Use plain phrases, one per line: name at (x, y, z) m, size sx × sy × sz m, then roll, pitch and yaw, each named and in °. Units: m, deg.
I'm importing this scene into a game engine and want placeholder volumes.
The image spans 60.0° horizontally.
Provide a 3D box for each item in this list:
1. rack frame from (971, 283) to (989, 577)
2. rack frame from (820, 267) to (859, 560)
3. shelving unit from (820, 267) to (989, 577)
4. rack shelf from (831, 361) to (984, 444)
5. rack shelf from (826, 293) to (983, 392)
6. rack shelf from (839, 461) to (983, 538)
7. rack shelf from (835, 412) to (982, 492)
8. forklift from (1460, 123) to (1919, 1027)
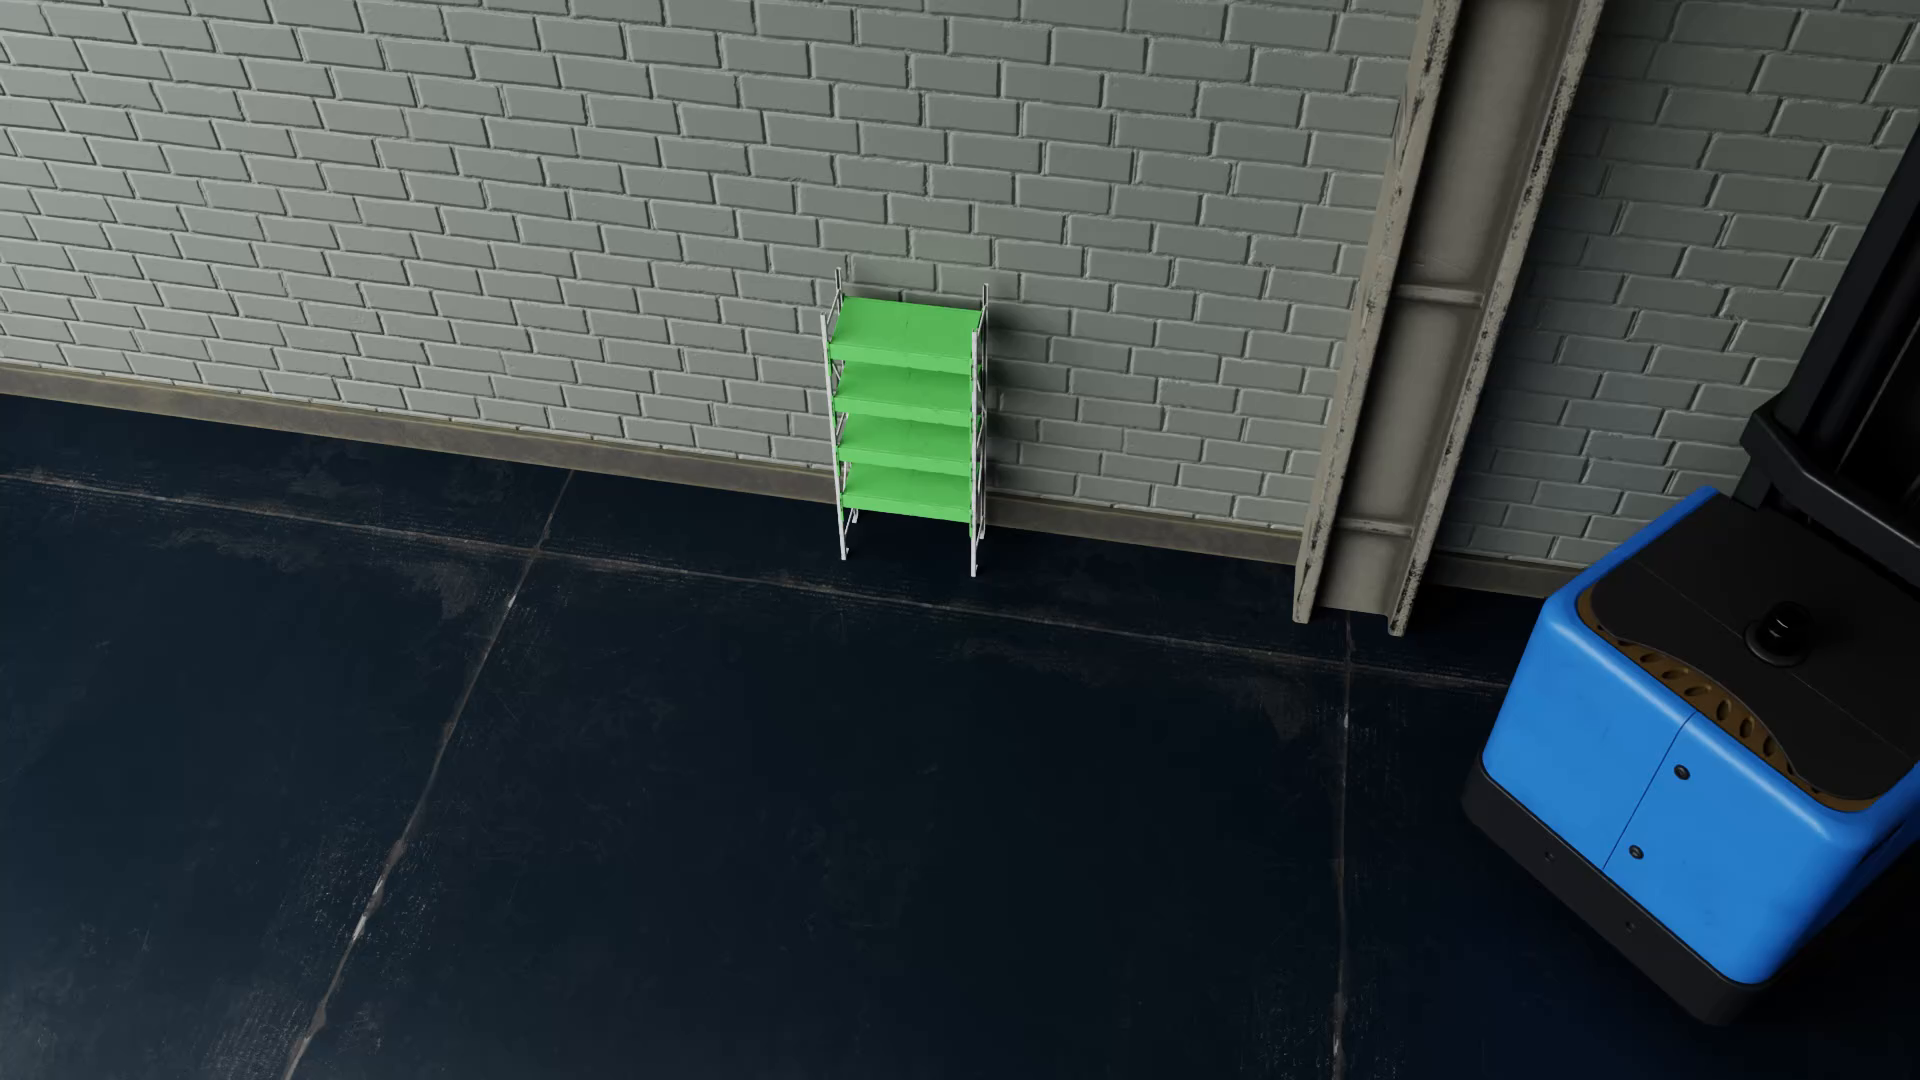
rack frame at (0.067, -0.347, 5.752) m, size 0.015 × 1.200 × 0.240 m, roll 7°, pitch 50°, yaw 6°
rack frame at (-0.414, -0.408, 5.807) m, size 0.015 × 1.200 × 0.240 m, roll 7°, pitch 50°, yaw 6°
shelving unit at (-0.173, -0.378, 5.779) m, size 0.503 × 1.200 × 0.258 m, roll 7°, pitch 50°, yaw 6°
rack shelf at (-0.174, -0.493, 5.646) m, size 0.480 × 0.148 × 0.258 m, roll 7°, pitch 50°, yaw 6°
rack shelf at (-0.175, -0.650, 5.465) m, size 0.480 × 0.148 × 0.258 m, roll 7°, pitch 50°, yaw 6°
rack shelf at (-0.172, -0.179, 6.009) m, size 0.480 × 0.148 × 0.258 m, roll 7°, pitch 50°, yaw 6°
rack shelf at (-0.173, -0.336, 5.828) m, size 0.480 × 0.148 × 0.258 m, roll 7°, pitch 50°, yaw 6°
forklift at (3.098, -0.468, 4.700) m, size 3.031 × 2.935 × 1.130 m, roll -30°, pitch 55°, yaw -24°
